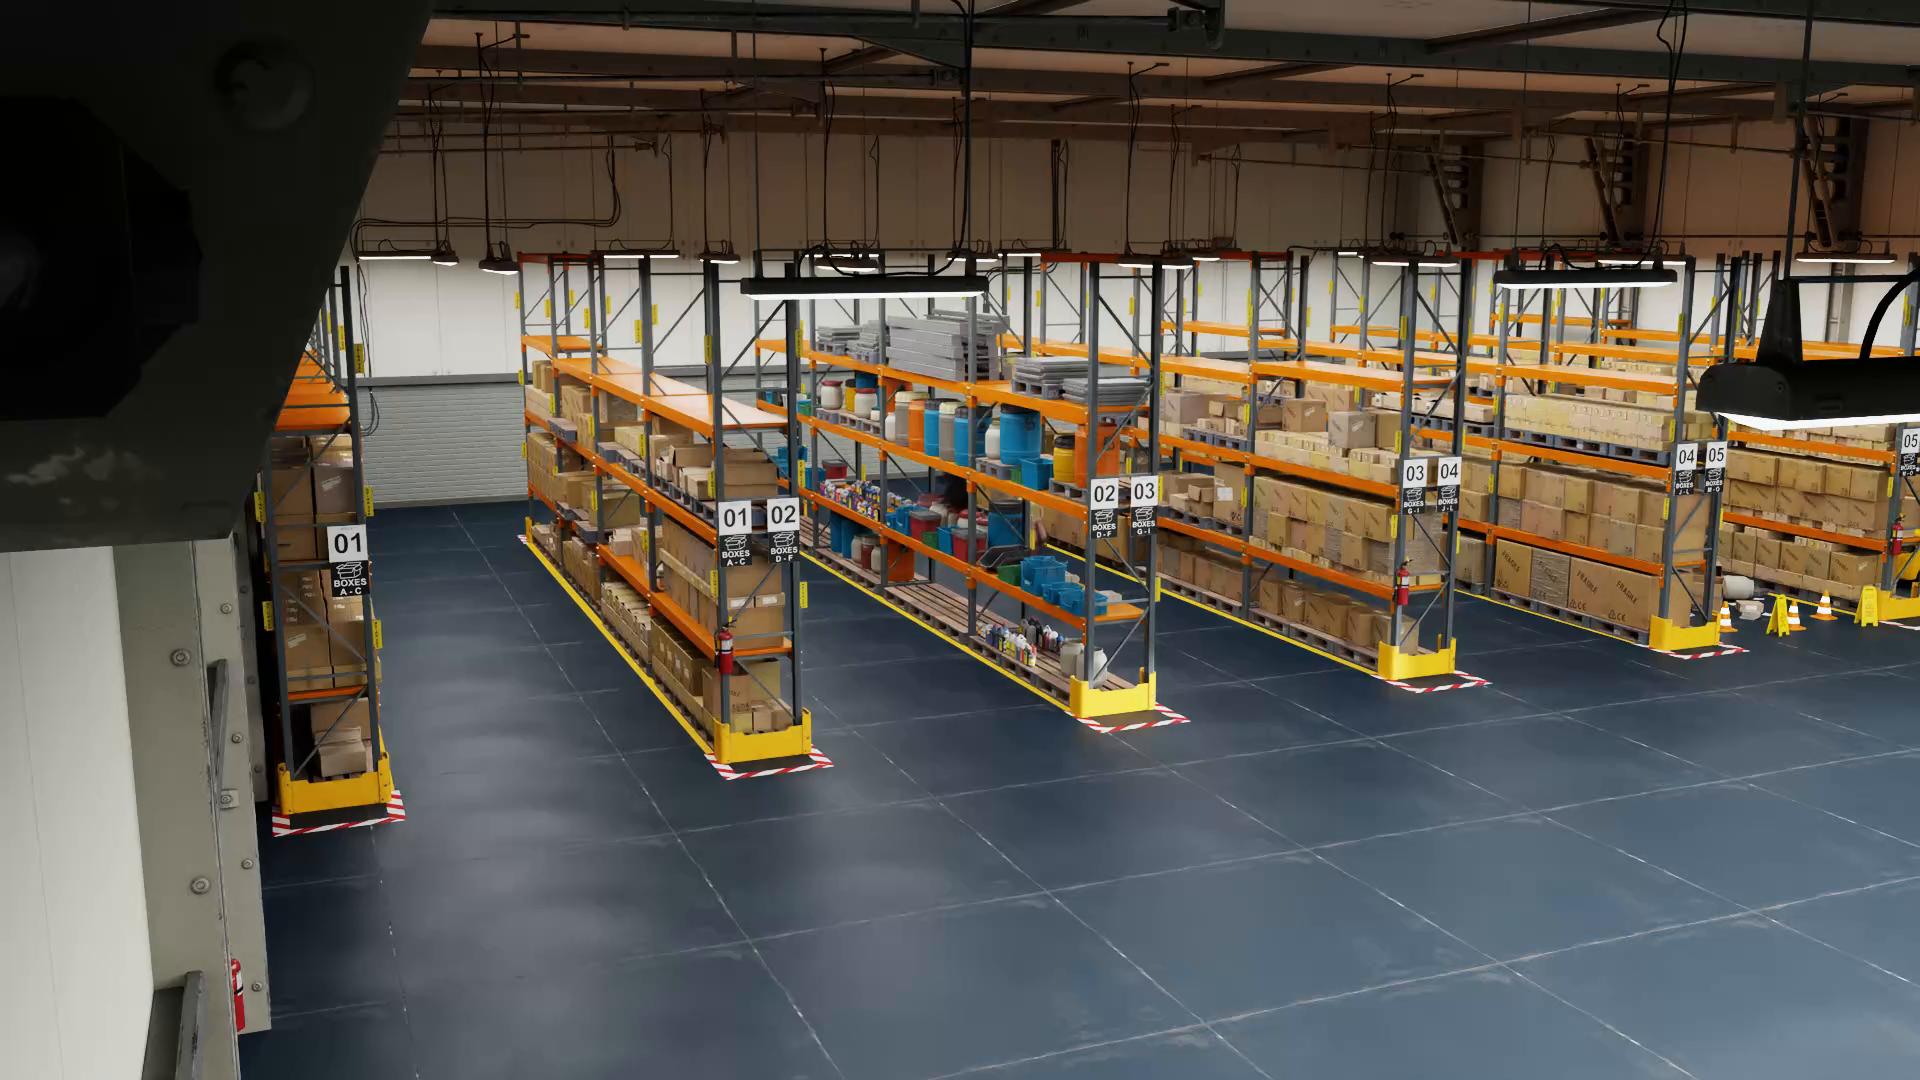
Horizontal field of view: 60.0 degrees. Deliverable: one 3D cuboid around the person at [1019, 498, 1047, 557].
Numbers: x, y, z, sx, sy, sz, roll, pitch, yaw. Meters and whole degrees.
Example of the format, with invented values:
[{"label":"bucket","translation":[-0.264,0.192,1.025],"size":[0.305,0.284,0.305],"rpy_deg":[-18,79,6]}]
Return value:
[{"label":"person","translation":[1.381,-0.352,31.574],"size":[0.593,1.643,0.589],"rpy_deg":[-5,11,-25]}]
